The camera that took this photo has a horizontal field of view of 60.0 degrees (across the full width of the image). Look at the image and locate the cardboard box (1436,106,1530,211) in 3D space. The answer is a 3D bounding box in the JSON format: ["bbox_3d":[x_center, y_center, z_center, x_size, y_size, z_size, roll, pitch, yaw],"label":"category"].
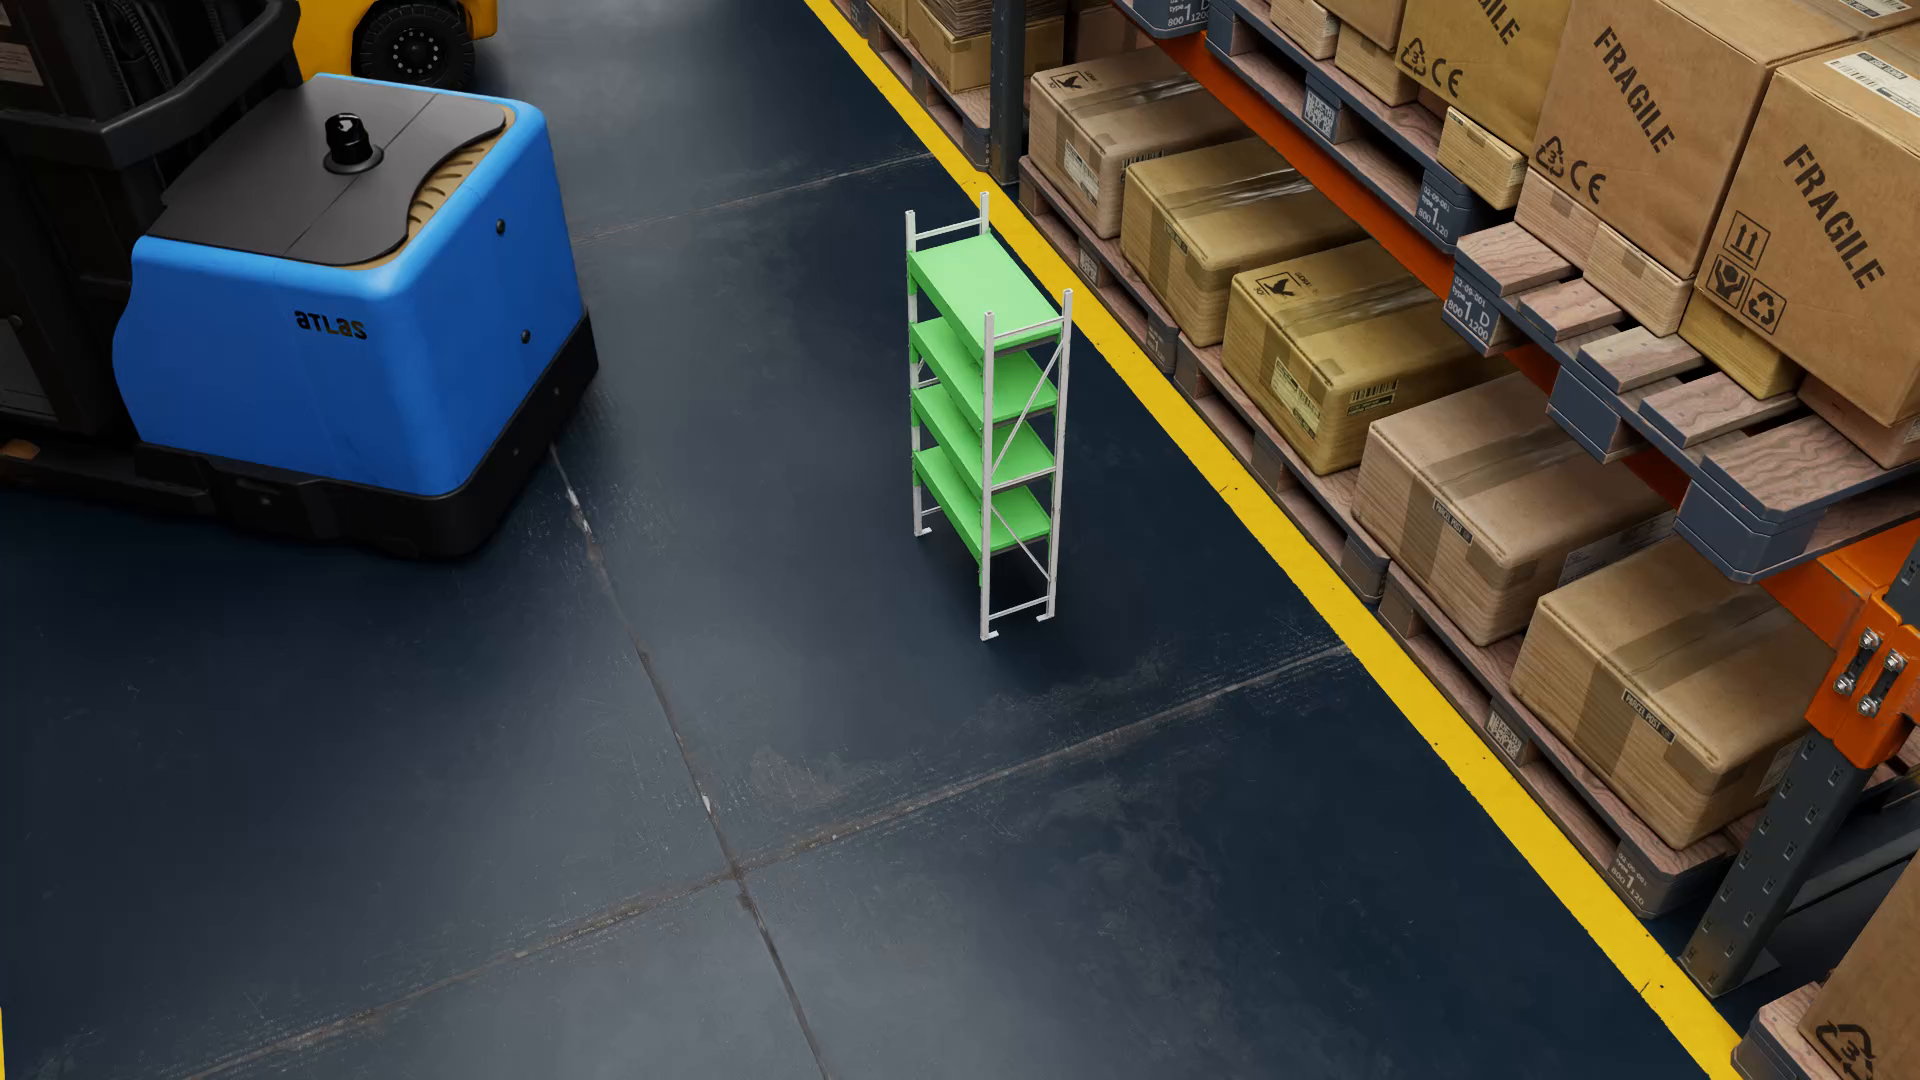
[{"bbox_3d":[1.374,-0.948,3.955,0.380,0.149,0.250,-17,47,-17],"label":"cardboard box"}]

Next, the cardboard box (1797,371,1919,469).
[{"bbox_3d":[1.926,-0.317,3.315,0.380,0.149,0.250,-16,47,-16],"label":"cardboard box"}]

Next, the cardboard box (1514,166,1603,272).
[{"bbox_3d":[1.502,-0.776,3.781,0.380,0.149,0.250,-20,48,-19],"label":"cardboard box"}]

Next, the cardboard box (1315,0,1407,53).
[{"bbox_3d":[1.165,-1.612,4.166,0.500,0.500,0.500,-20,48,-19],"label":"cardboard box"}]

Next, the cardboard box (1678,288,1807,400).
[{"bbox_3d":[1.747,-0.466,3.467,0.380,0.149,0.250,-17,47,-17],"label":"cardboard box"}]

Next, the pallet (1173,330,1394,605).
[{"bbox_3d":[1.441,-0.399,5.505,1.003,0.211,1.213,-18,47,-17],"label":"pallet"}]

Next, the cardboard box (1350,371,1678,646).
[{"bbox_3d":[1.731,-0.162,4.851,0.950,0.372,0.625,-19,48,-18],"label":"cardboard box"}]

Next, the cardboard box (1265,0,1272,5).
[{"bbox_3d":[0.999,-1.627,4.643,0.380,0.149,0.250,-18,47,-17],"label":"cardboard box"}]

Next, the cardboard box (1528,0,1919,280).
[{"bbox_3d":[1.606,-0.942,3.487,0.500,0.500,0.500,-19,48,-18],"label":"cardboard box"}]

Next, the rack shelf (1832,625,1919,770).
[{"bbox_3d":[3.118,1.413,2.194,1.077,0.370,4.000,-18,47,-17],"label":"rack shelf"}]

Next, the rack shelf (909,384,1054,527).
[{"bbox_3d":[0.070,-0.276,4.767,0.258,0.148,0.480,-18,47,-17],"label":"rack shelf"}]

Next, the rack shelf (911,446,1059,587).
[{"bbox_3d":[0.070,-0.105,4.935,0.258,0.148,0.480,-18,47,-17],"label":"rack shelf"}]

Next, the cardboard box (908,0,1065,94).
[{"bbox_3d":[0.103,-2.134,6.936,0.500,0.250,0.500,-16,47,-16],"label":"cardboard box"}]

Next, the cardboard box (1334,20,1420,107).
[{"bbox_3d":[1.202,-1.281,4.292,0.380,0.149,0.250,-19,48,-19],"label":"cardboard box"}]

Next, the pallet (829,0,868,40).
[{"bbox_3d":[-0.236,-2.870,8.008,1.003,0.211,1.213,-18,47,-17],"label":"pallet"}]

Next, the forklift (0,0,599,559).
[{"bbox_3d":[-2.824,-1.554,4.738,3.031,2.935,1.130,11,46,11],"label":"forklift"}]

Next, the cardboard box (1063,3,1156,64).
[{"bbox_3d":[0.592,-2.293,7.097,0.500,0.250,0.500,-20,48,-19],"label":"cardboard box"}]

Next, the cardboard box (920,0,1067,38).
[{"bbox_3d":[0.103,-2.402,6.673,0.500,0.500,0.500,-19,48,-18],"label":"cardboard box"}]

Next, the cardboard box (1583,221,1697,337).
[{"bbox_3d":[1.601,-0.614,3.616,0.380,0.149,0.250,-18,48,-18],"label":"cardboard box"}]

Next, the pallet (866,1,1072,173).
[{"bbox_3d":[0.281,-2.091,7.219,1.003,0.211,1.213,-18,47,-17],"label":"pallet"}]

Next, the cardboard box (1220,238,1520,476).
[{"bbox_3d":[1.417,-0.647,5.342,0.950,0.372,0.625,-17,47,-16],"label":"cardboard box"}]

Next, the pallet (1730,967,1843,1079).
[{"bbox_3d":[2.540,1.400,3.681,1.003,0.211,1.213,-18,47,-17],"label":"pallet"}]

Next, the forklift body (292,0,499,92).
[{"bbox_3d":[-3.136,-2.775,6.531,2.313,2.155,1.214,-18,47,-17],"label":"forklift body"}]

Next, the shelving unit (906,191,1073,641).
[{"bbox_3d":[0.070,-0.322,4.722,0.258,1.200,0.503,-18,47,-17],"label":"shelving unit"}]

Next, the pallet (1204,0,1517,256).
[{"bbox_3d":[1.408,-1.298,4.567,1.003,0.211,1.213,-18,47,-17],"label":"pallet"}]

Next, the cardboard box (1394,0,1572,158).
[{"bbox_3d":[1.393,-1.263,3.813,0.500,0.500,0.500,-21,48,-20],"label":"cardboard box"}]

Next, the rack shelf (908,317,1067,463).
[{"bbox_3d":[0.070,-0.447,4.598,0.258,0.148,0.480,-18,47,-17],"label":"rack shelf"}]

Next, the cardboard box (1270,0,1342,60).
[{"bbox_3d":[1.064,-1.442,4.456,0.380,0.149,0.250,-16,47,-16],"label":"cardboard box"}]

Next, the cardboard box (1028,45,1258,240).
[{"bbox_3d":[0.818,-1.547,6.254,0.950,0.372,0.625,-17,47,-17],"label":"cardboard box"}]

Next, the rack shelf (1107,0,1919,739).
[{"bbox_3d":[1.436,-1.136,4.778,1.077,0.370,4.000,-18,47,-17],"label":"rack shelf"}]

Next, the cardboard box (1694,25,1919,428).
[{"bbox_3d":[1.834,-0.616,3.157,0.500,0.500,0.500,-19,48,-19],"label":"cardboard box"}]

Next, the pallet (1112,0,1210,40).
[{"bbox_3d":[0.785,-2.068,5.347,1.003,0.211,1.213,-18,47,-17],"label":"pallet"}]

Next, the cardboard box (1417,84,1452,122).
[{"bbox_3d":[1.383,-1.145,4.155,0.380,0.149,0.250,-18,47,-17],"label":"cardboard box"}]

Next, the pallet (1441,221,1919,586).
[{"bbox_3d":[1.881,-0.472,3.729,1.213,0.211,1.003,-18,47,-17],"label":"pallet"}]

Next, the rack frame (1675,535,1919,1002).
[{"bbox_3d":[2.277,-0.117,3.233,1.000,3.000,0.127,-18,47,-17],"label":"rack frame"}]

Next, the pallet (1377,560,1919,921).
[{"bbox_3d":[1.950,0.377,4.718,1.003,0.211,1.213,-18,47,-17],"label":"pallet"}]

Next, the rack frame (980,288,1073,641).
[{"bbox_3d":[0.172,-0.166,4.564,0.240,1.200,0.015,-18,47,-17],"label":"rack frame"}]

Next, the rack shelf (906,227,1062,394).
[{"bbox_3d":[0.070,-0.618,4.429,0.258,0.148,0.480,-18,47,-17],"label":"rack shelf"}]

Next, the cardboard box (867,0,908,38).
[{"bbox_3d":[-0.130,-2.471,7.277,0.500,0.250,0.500,-19,48,-18],"label":"cardboard box"}]

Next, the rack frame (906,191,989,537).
[{"bbox_3d":[-0.033,-0.477,4.879,0.240,1.200,0.015,-18,47,-17],"label":"rack frame"}]

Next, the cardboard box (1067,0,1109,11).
[{"bbox_3d":[0.592,-2.560,6.833,0.500,0.500,0.500,-16,47,-16],"label":"cardboard box"}]

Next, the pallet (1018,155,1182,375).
[{"bbox_3d":[0.924,-1.178,6.294,1.003,0.211,1.213,-18,47,-17],"label":"pallet"}]

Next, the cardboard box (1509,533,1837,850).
[{"bbox_3d":[2.049,0.306,4.377,0.950,0.372,0.625,-21,48,-20],"label":"cardboard box"}]

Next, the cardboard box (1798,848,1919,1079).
[{"bbox_3d":[2.492,0.954,3.361,0.875,0.875,0.875,-18,48,-18],"label":"cardboard box"}]

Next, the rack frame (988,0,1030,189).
[{"bbox_3d":[0.595,-2.666,5.817,1.000,3.000,0.127,-18,47,-17],"label":"rack frame"}]

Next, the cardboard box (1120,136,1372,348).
[{"bbox_3d":[1.123,-1.090,5.791,0.950,0.372,0.625,-15,47,-15],"label":"cardboard box"}]
